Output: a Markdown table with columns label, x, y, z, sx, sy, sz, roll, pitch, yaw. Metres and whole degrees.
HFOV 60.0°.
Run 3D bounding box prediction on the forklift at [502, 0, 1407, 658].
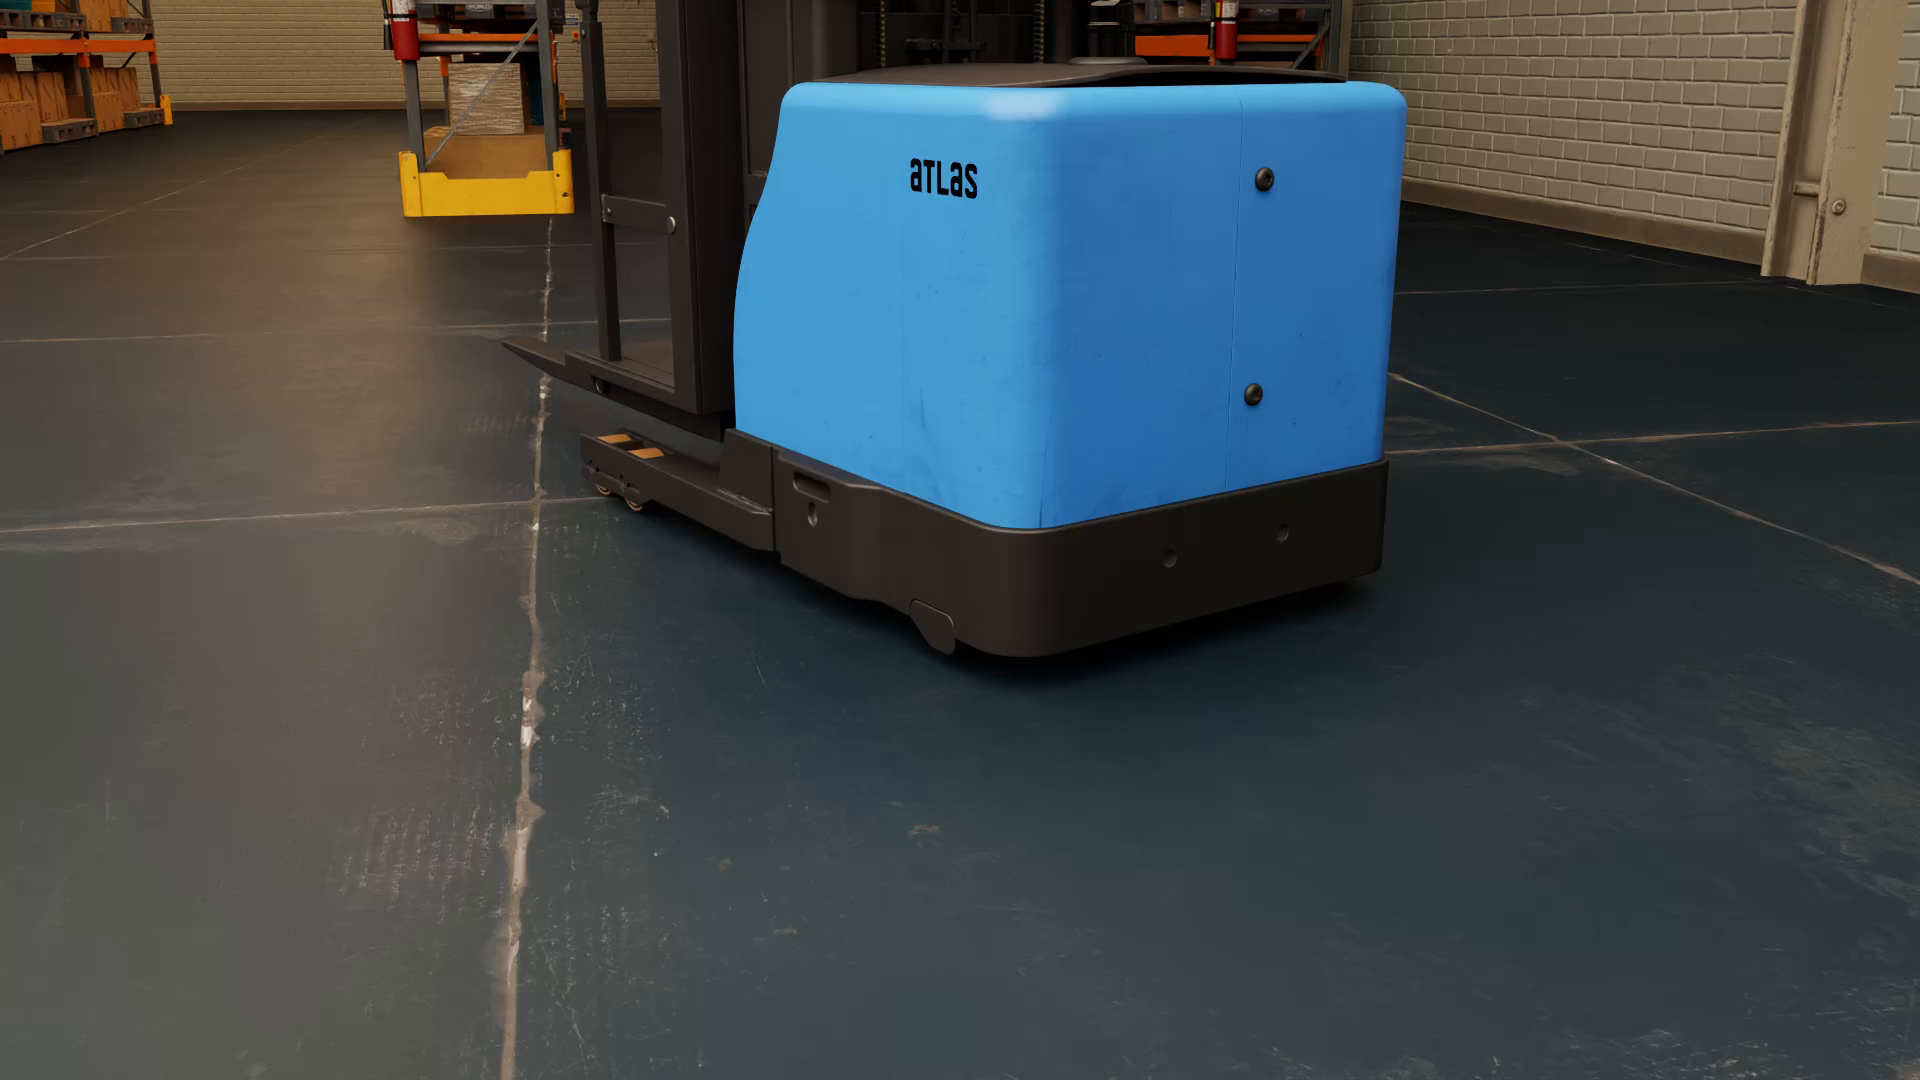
| label | x | y | z | sx | sy | sz | roll | pitch | yaw |
| --- | --- | --- | --- | --- | --- | --- | --- | --- | --- |
| forklift | -0.350 | -1.547 | 4.075 | 1.130 | 2.935 | 3.031 | -11 | 20 | -34 |
